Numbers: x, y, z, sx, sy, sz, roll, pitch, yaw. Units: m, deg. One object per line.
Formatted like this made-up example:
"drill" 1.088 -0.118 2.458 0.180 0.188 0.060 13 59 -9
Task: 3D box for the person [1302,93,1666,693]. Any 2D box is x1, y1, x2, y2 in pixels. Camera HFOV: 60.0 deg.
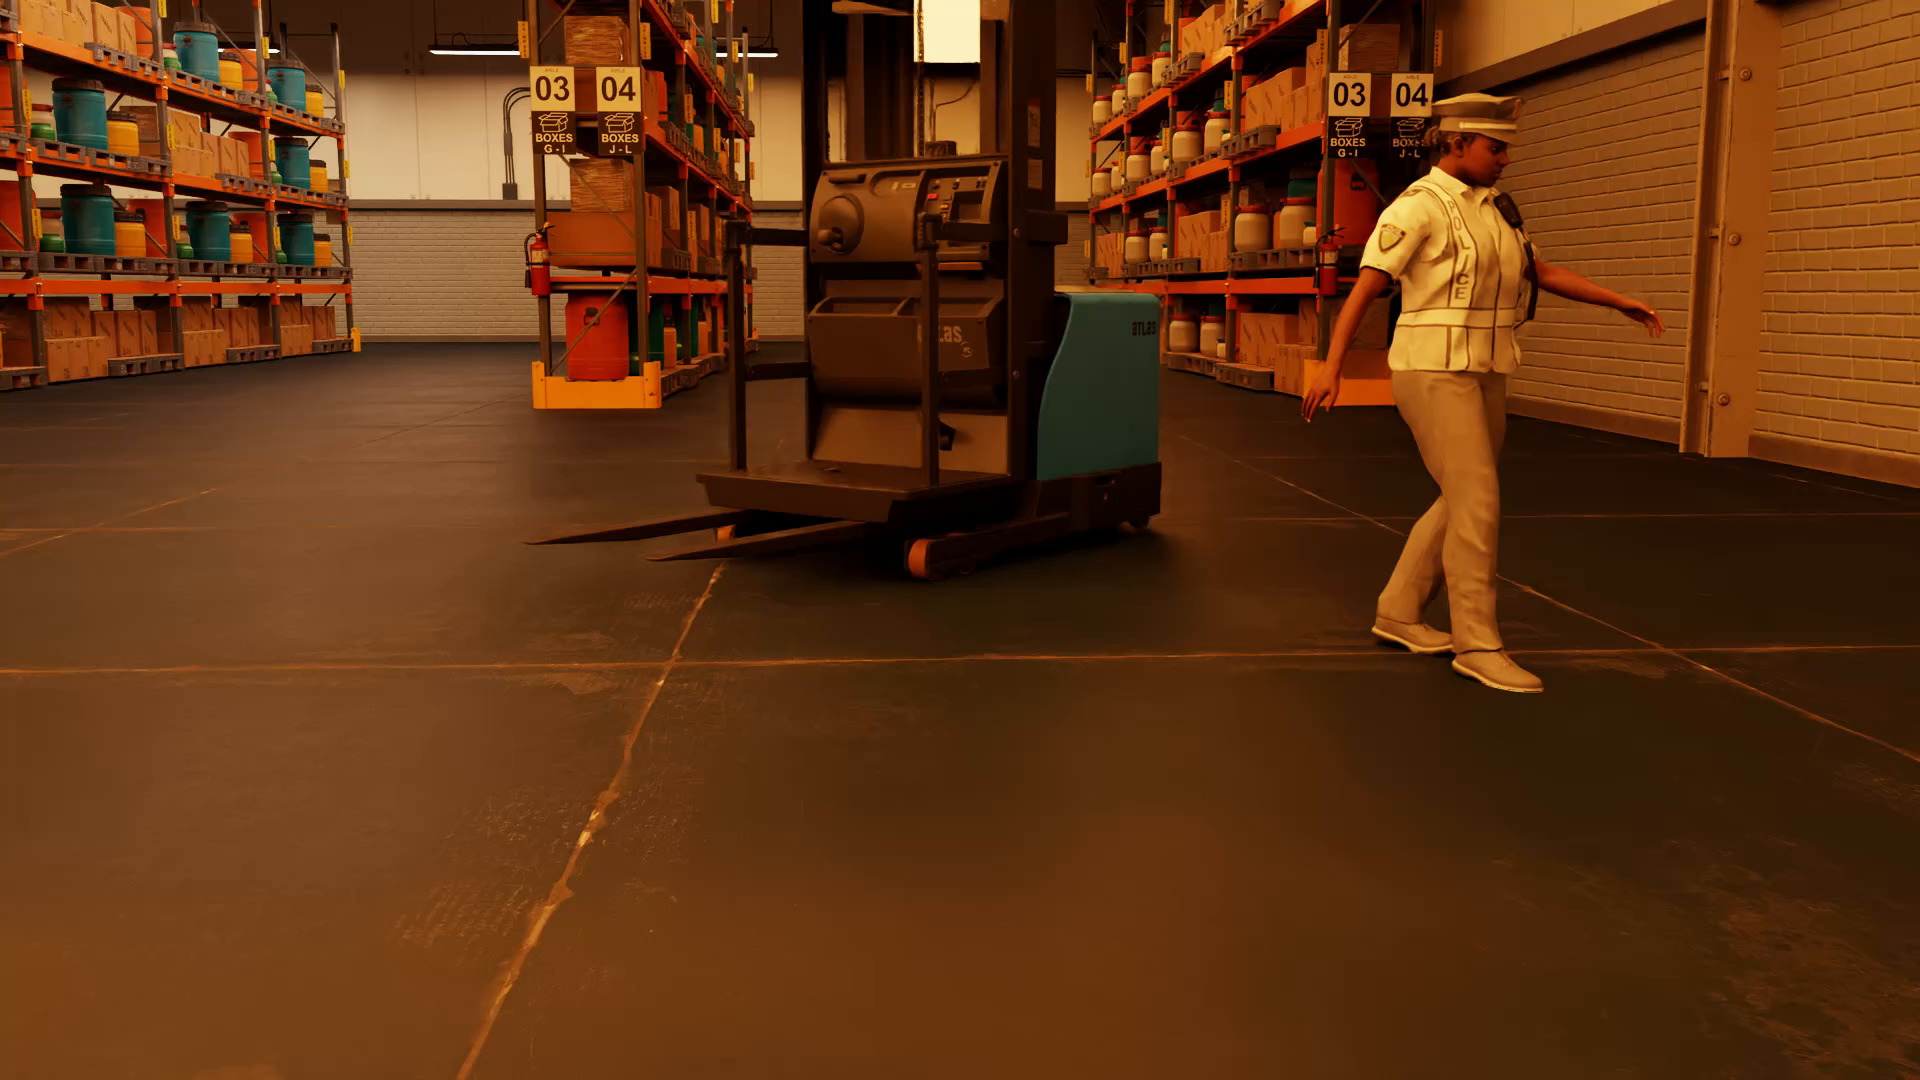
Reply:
"person" 1.433 -0.430 4.713 0.892 1.640 0.730 -7 11 -39

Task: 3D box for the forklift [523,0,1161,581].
"forklift" -0.354 -1.374 6.585 1.130 2.935 3.031 6 10 36
